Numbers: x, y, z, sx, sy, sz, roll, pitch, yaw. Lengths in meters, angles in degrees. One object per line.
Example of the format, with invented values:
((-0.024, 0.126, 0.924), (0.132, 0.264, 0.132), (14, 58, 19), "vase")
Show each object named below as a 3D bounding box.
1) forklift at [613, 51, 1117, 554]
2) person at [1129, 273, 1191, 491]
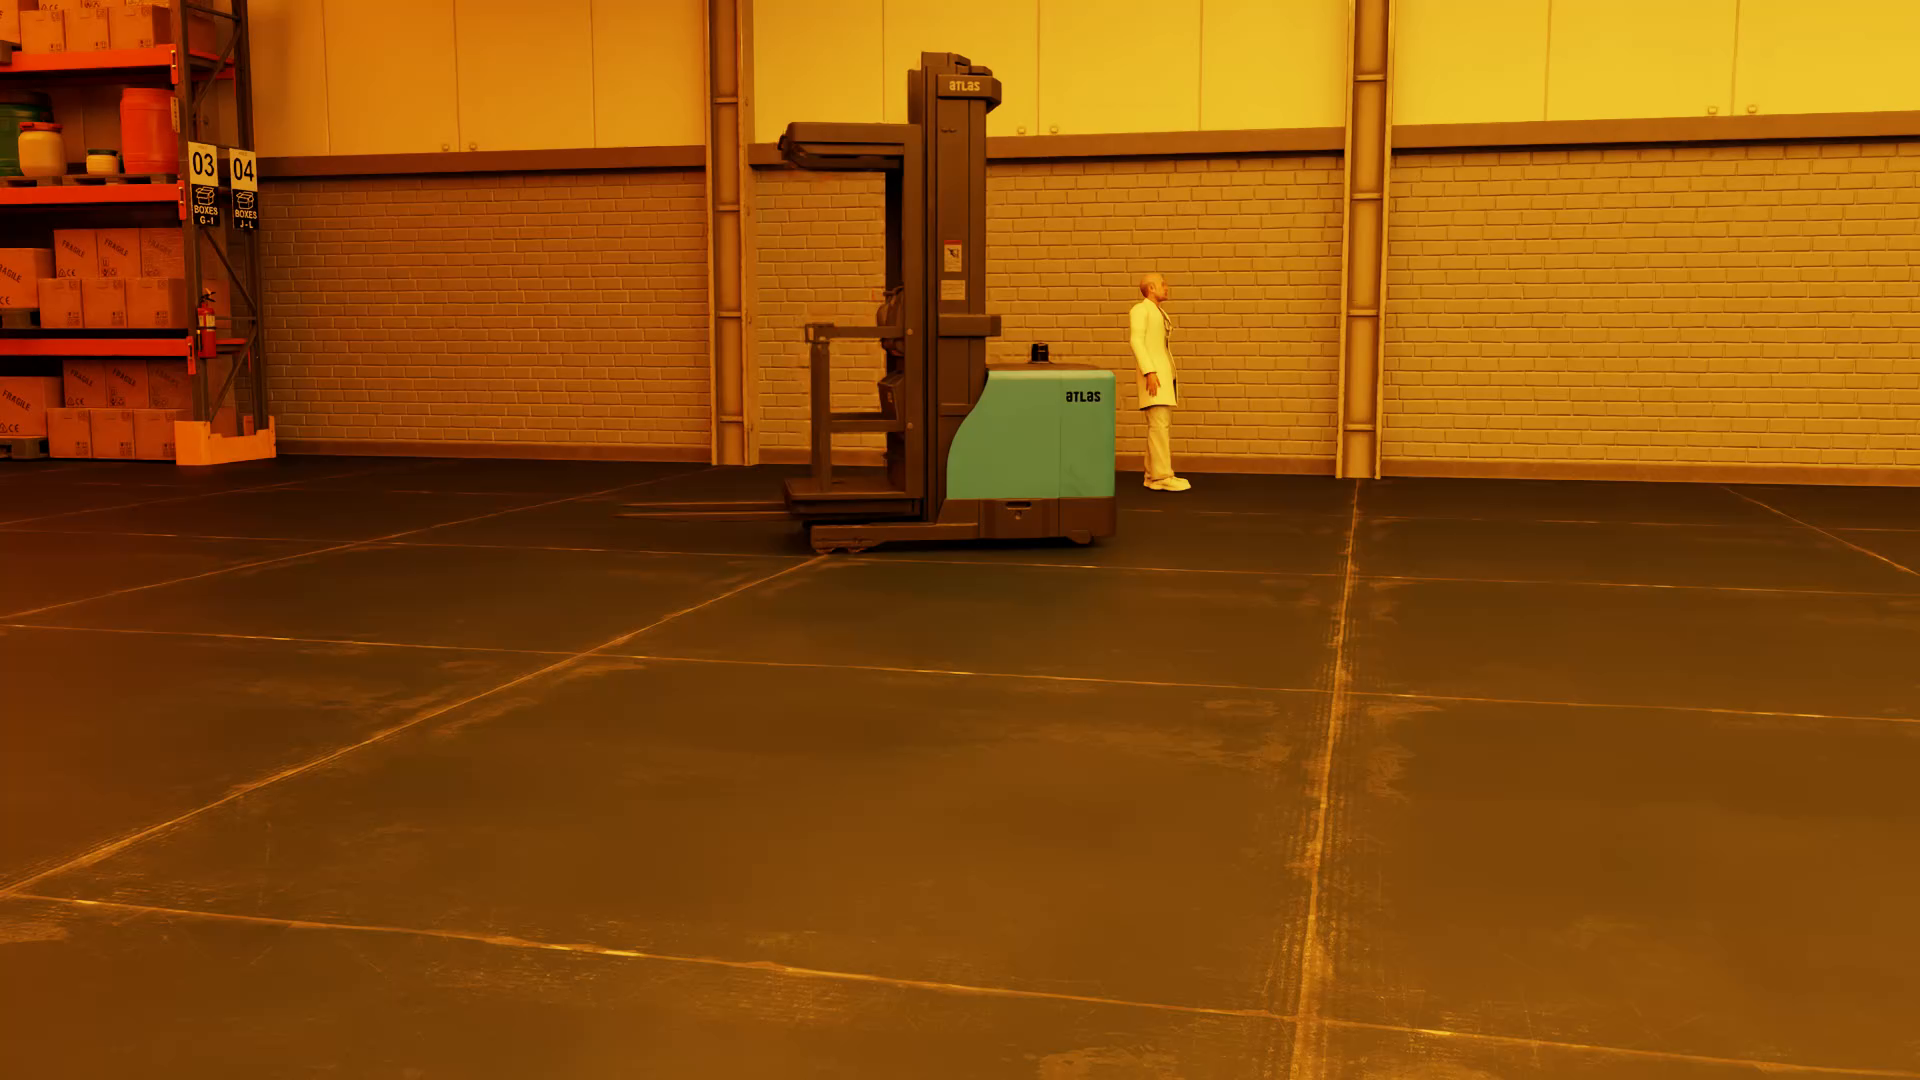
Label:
((-0.602, -1.443, 10.231), (3.031, 2.935, 1.130), (-1, 7, -8), "forklift")
((1.726, -1.320, 13.817), (0.583, 1.776, 0.695), (3, 8, 24), "person")
